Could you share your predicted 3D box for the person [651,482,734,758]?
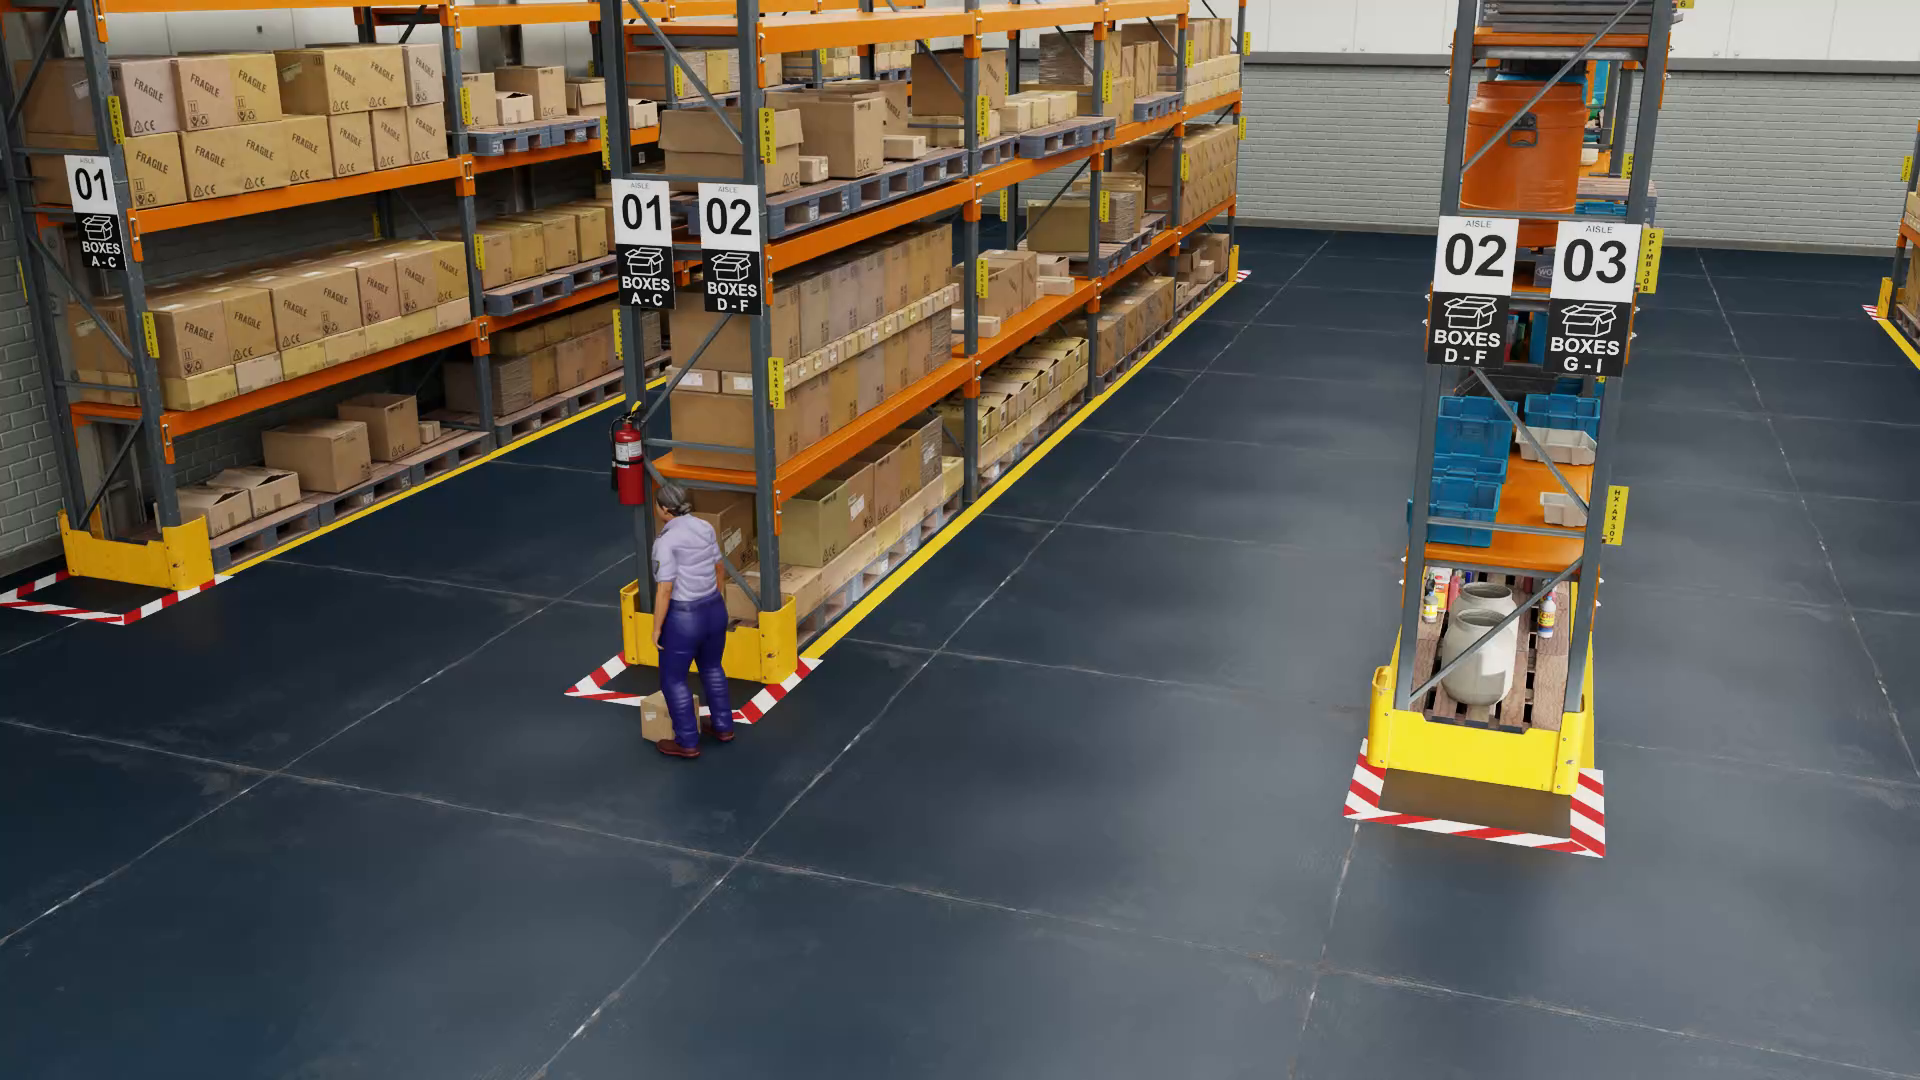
[{"bbox_3d":[-1.574,0.458,9.726,0.368,1.652,0.564,13,23,34],"label":"person"}]
